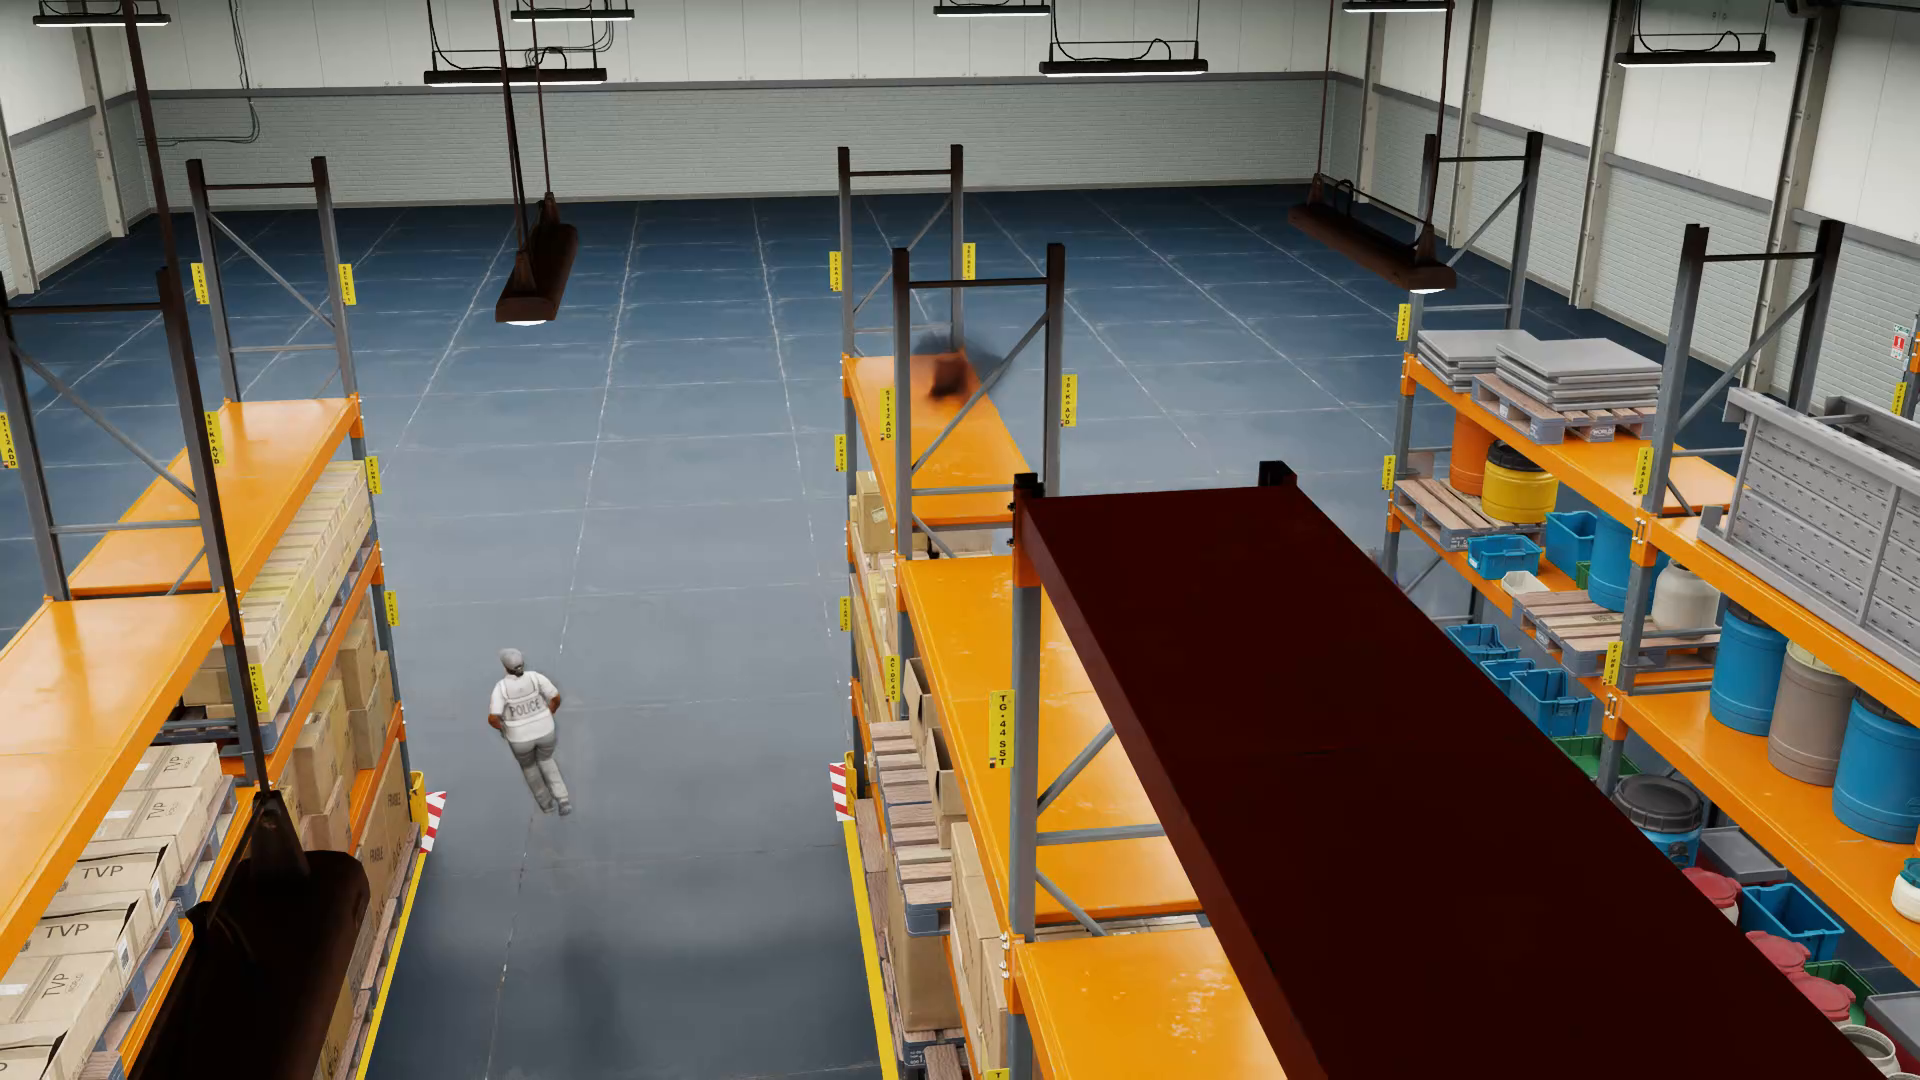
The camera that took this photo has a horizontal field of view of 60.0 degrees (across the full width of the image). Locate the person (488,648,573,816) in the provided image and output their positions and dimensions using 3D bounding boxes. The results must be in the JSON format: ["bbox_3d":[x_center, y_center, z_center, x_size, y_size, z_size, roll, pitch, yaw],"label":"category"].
[{"bbox_3d":[-3.750,1.701,14.398,0.623,1.654,0.496,-13,25,-29],"label":"person"}]

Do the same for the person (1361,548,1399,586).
[{"bbox_3d":[4.283,0.853,17.355,0.663,1.603,0.621,13,25,29],"label":"person"}]
